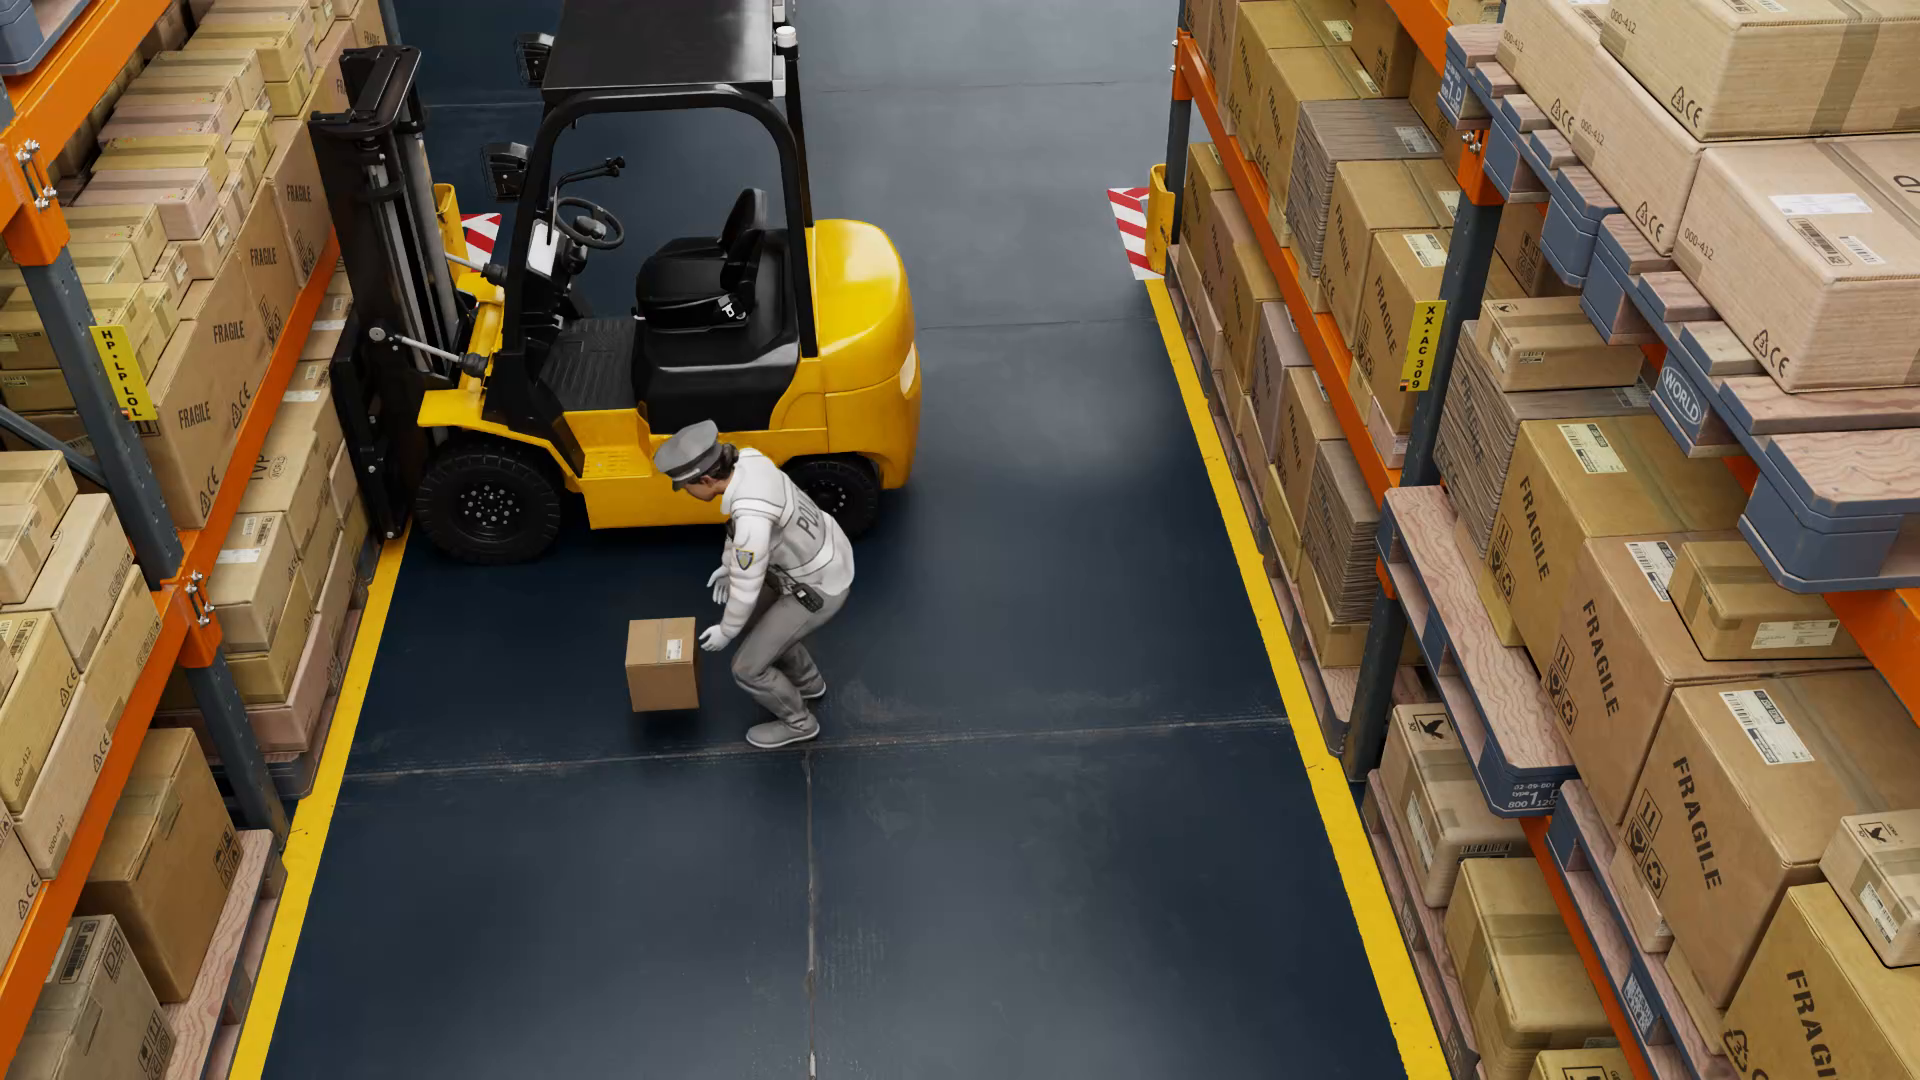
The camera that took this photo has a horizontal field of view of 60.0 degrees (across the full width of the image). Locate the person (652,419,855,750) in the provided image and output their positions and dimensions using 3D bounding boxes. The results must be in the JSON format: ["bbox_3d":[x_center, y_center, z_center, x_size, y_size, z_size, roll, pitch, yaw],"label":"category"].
[{"bbox_3d":[-0.723,0.174,6.135,0.673,1.430,0.534,-3,39,-4],"label":"person"}]
